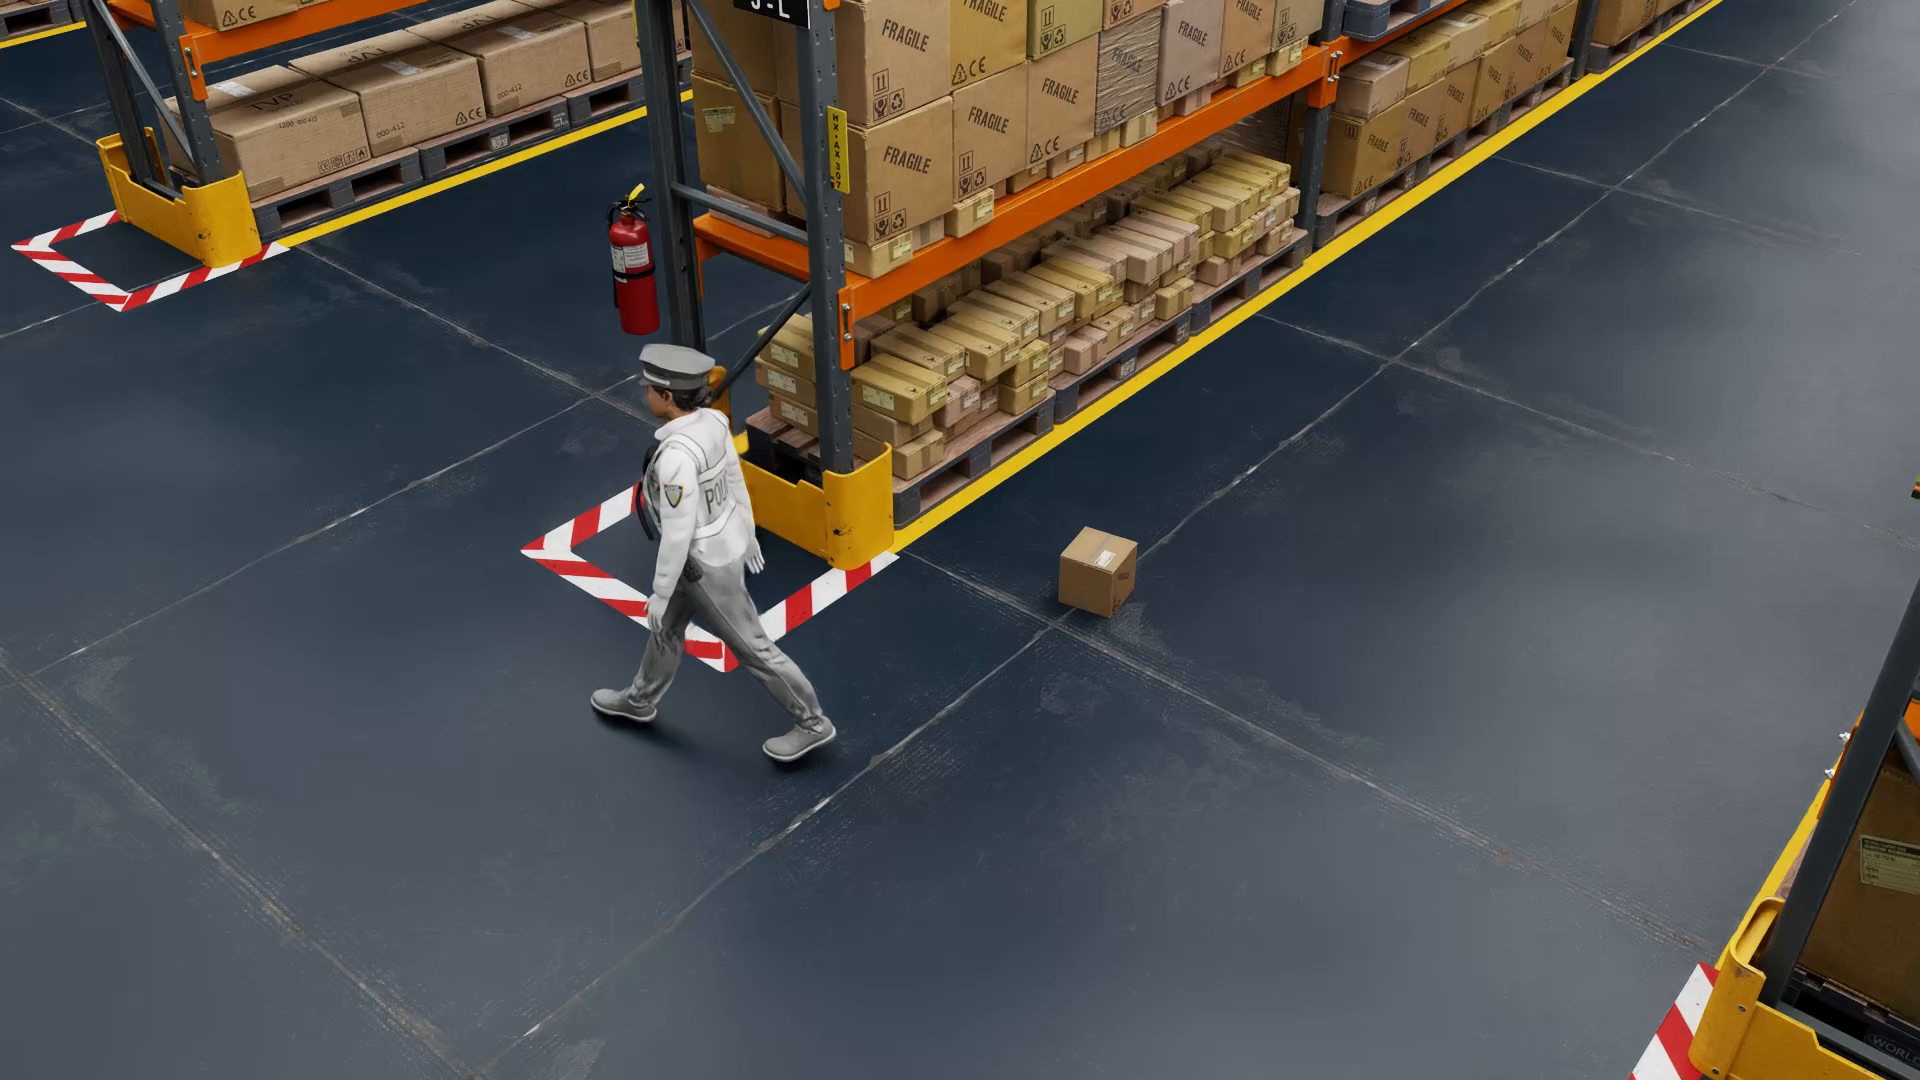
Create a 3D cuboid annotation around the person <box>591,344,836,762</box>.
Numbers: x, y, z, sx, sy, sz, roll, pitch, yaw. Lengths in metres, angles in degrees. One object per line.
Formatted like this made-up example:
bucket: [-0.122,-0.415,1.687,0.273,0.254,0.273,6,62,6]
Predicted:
person: [-0.972,0.080,6.035,0.977,1.601,0.548,0,35,0]
